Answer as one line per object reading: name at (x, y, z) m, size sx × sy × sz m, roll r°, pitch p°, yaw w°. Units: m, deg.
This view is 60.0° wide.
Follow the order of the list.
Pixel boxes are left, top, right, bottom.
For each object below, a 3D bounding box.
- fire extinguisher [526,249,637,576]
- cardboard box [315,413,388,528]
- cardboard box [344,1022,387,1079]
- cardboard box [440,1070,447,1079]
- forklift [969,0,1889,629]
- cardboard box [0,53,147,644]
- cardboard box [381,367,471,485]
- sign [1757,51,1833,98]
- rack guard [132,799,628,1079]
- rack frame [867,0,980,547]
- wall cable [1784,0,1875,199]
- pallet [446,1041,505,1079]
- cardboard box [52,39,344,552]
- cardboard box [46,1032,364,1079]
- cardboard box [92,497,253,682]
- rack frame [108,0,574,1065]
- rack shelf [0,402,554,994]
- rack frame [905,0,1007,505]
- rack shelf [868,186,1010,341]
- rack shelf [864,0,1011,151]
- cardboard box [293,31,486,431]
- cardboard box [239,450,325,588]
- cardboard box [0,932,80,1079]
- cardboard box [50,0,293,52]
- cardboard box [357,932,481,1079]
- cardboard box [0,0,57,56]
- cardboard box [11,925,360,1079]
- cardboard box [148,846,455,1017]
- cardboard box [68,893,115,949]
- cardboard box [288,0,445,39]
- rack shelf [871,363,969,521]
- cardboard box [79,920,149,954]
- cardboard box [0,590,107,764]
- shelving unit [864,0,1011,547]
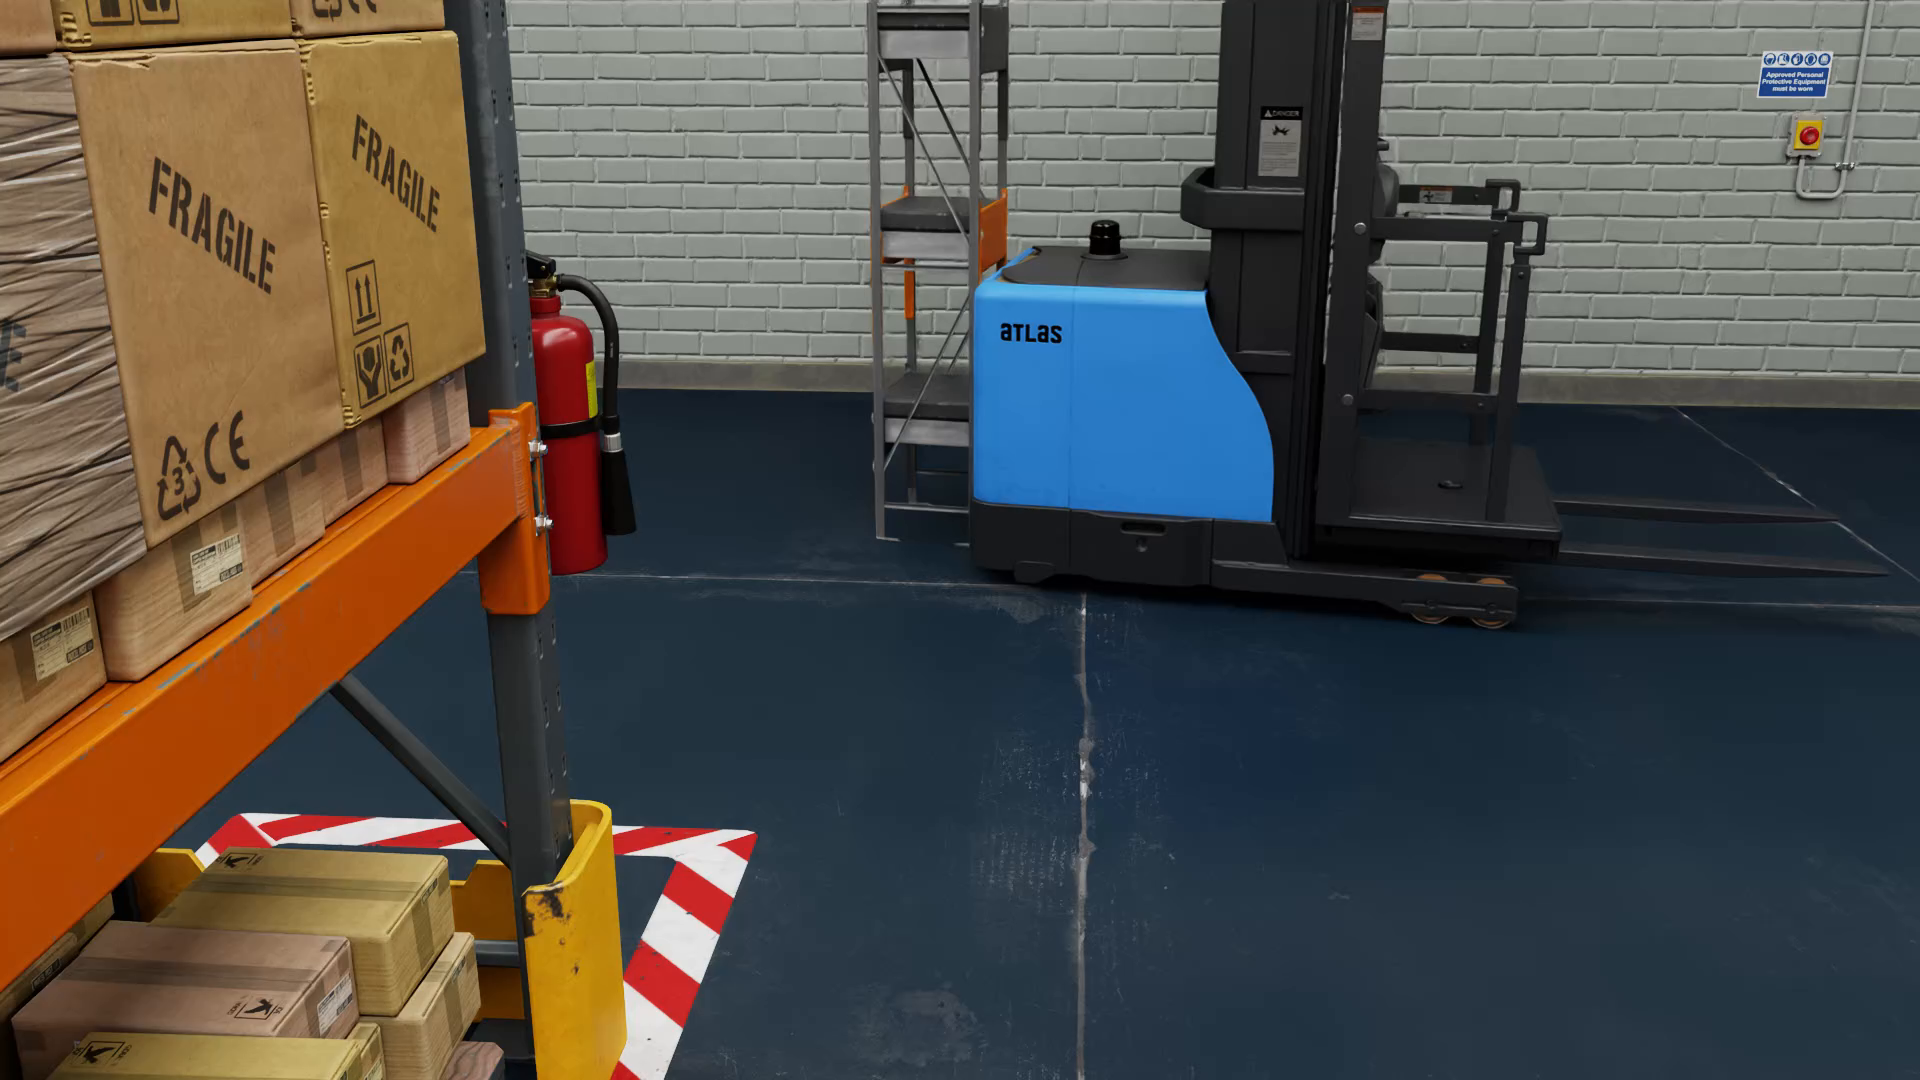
fire extinguisher at (-0.779, -0.276, 3.170) m, size 0.296 × 0.674 × 0.183 m, roll 1°, pitch 18°, yaw 4°
cardboard box at (-1.054, -0.118, 2.370) m, size 0.380 × 0.149 × 0.250 m, roll 1°, pitch 18°, yaw 4°
cardboard box at (-1.083, 0.843, 2.461) m, size 0.380 × 0.149 × 0.250 m, roll 1°, pitch 18°, yaw 3°
cardboard box at (-1.087, 0.902, 2.758) m, size 0.380 × 0.149 × 0.250 m, roll 2°, pitch 18°, yaw 5°
forklift at (1.607, -1.280, 5.622) m, size 3.031 × 2.935 × 1.130 m, roll 4°, pitch 19°, yaw 12°
cardboard box at (-1.101, -0.148, 1.418) m, size 0.500 × 0.500 × 0.500 m, roll 1°, pitch 18°, yaw 4°
cardboard box at (-0.999, -0.195, 2.603) m, size 0.380 × 0.149 × 0.250 m, roll 1°, pitch 18°, yaw 4°
sign at (4.025, -2.243, 8.016) m, size 0.327 × 0.218 × 0.001 m, roll 1°, pitch 18°, yaw 4°
rack guard at (-1.263, 0.790, 3.210) m, size 1.175 × 0.500 × 0.348 m, roll 1°, pitch 18°, yaw 4°
rack frame at (-0.127, -0.983, 6.052) m, size 0.400 × 2.100 × 0.015 m, roll 4°, pitch 19°, yaw 12°
wall cable at (4.068, -2.592, 7.834) m, size 0.585 × 1.953 × 0.123 m, roll 1°, pitch 18°, yaw 4°
pallet at (-1.356, 1.179, 2.487) m, size 1.003 × 0.211 × 1.213 m, roll 1°, pitch 18°, yaw 4°
cardboard box at (-1.075, -0.305, 1.899) m, size 0.500 × 0.500 × 0.500 m, roll 1°, pitch 18°, yaw 3°
cardboard box at (-1.009, 0.781, 2.171) m, size 0.380 × 0.149 × 0.250 m, roll 1°, pitch 18°, yaw 3°
cardboard box at (-1.052, 0.040, 1.888) m, size 0.380 × 0.149 × 0.250 m, roll 2°, pitch 18°, yaw 5°
rack frame at (-1.257, -0.422, 2.892) m, size 1.000 × 3.000 × 0.127 m, roll 1°, pitch 18°, yaw 4°
rack shelf at (-1.400, 0.541, 1.109) m, size 1.077 × 0.370 × 4.000 m, roll 1°, pitch 18°, yaw 4°
rack frame at (-0.017, -1.131, 6.504) m, size 0.400 × 2.100 × 0.015 m, roll 4°, pitch 19°, yaw 12°
rack shelf at (-0.072, -1.044, 6.282) m, size 0.431 × 0.518 × 0.480 m, roll 4°, pitch 19°, yaw 12°
rack shelf at (-0.072, -1.710, 6.064) m, size 0.431 × 0.518 × 0.480 m, roll 4°, pitch 19°, yaw 12°
cardboard box at (-1.033, -0.465, 2.387) m, size 0.500 × 0.500 × 0.500 m, roll 2°, pitch 18°, yaw 5°
cardboard box at (-1.057, -0.040, 2.131) m, size 0.380 × 0.149 × 0.250 m, roll 1°, pitch 18°, yaw 3°
cardboard box at (-1.533, 0.694, 2.435) m, size 0.380 × 0.149 × 0.250 m, roll 2°, pitch 18°, yaw 5°
cardboard box at (-1.078, -0.781, 1.744) m, size 0.500 × 0.500 × 0.500 m, roll 1°, pitch 18°, yaw 2°
cardboard box at (-1.010, 0.763, 2.705) m, size 0.380 × 0.149 × 0.250 m, roll 1°, pitch 18°, yaw 2°
cardboard box at (-1.106, -0.619, 1.250) m, size 0.500 × 0.500 × 0.500 m, roll 2°, pitch 18°, yaw 7°
cardboard box at (-1.118, 0.698, 2.425) m, size 0.380 × 0.149 × 0.250 m, roll 2°, pitch 18°, yaw 5°
cardboard box at (-1.042, 0.621, 2.659) m, size 0.380 × 0.149 × 0.250 m, roll 1°, pitch 18°, yaw 5°
cardboard box at (-1.634, 0.606, 2.705) m, size 0.380 × 0.149 × 0.250 m, roll 0°, pitch 18°, yaw 1°
cardboard box at (-1.042, -0.938, 2.224) m, size 0.500 × 0.500 × 0.500 m, roll 1°, pitch 18°, yaw 3°
rack shelf at (-0.072, -0.379, 6.500) m, size 0.431 × 0.518 × 0.480 m, roll 4°, pitch 19°, yaw 12°
cardboard box at (-1.551, 0.749, 2.745) m, size 0.380 × 0.149 × 0.250 m, roll 2°, pitch 18°, yaw 6°
cardboard box at (-1.100, 0.121, 1.640) m, size 0.380 × 0.149 × 0.250 m, roll 0°, pitch 18°, yaw 1°
shelving unit at (-0.072, -1.057, 6.278) m, size 0.431 × 2.100 × 0.503 m, roll 4°, pitch 19°, yaw 12°
